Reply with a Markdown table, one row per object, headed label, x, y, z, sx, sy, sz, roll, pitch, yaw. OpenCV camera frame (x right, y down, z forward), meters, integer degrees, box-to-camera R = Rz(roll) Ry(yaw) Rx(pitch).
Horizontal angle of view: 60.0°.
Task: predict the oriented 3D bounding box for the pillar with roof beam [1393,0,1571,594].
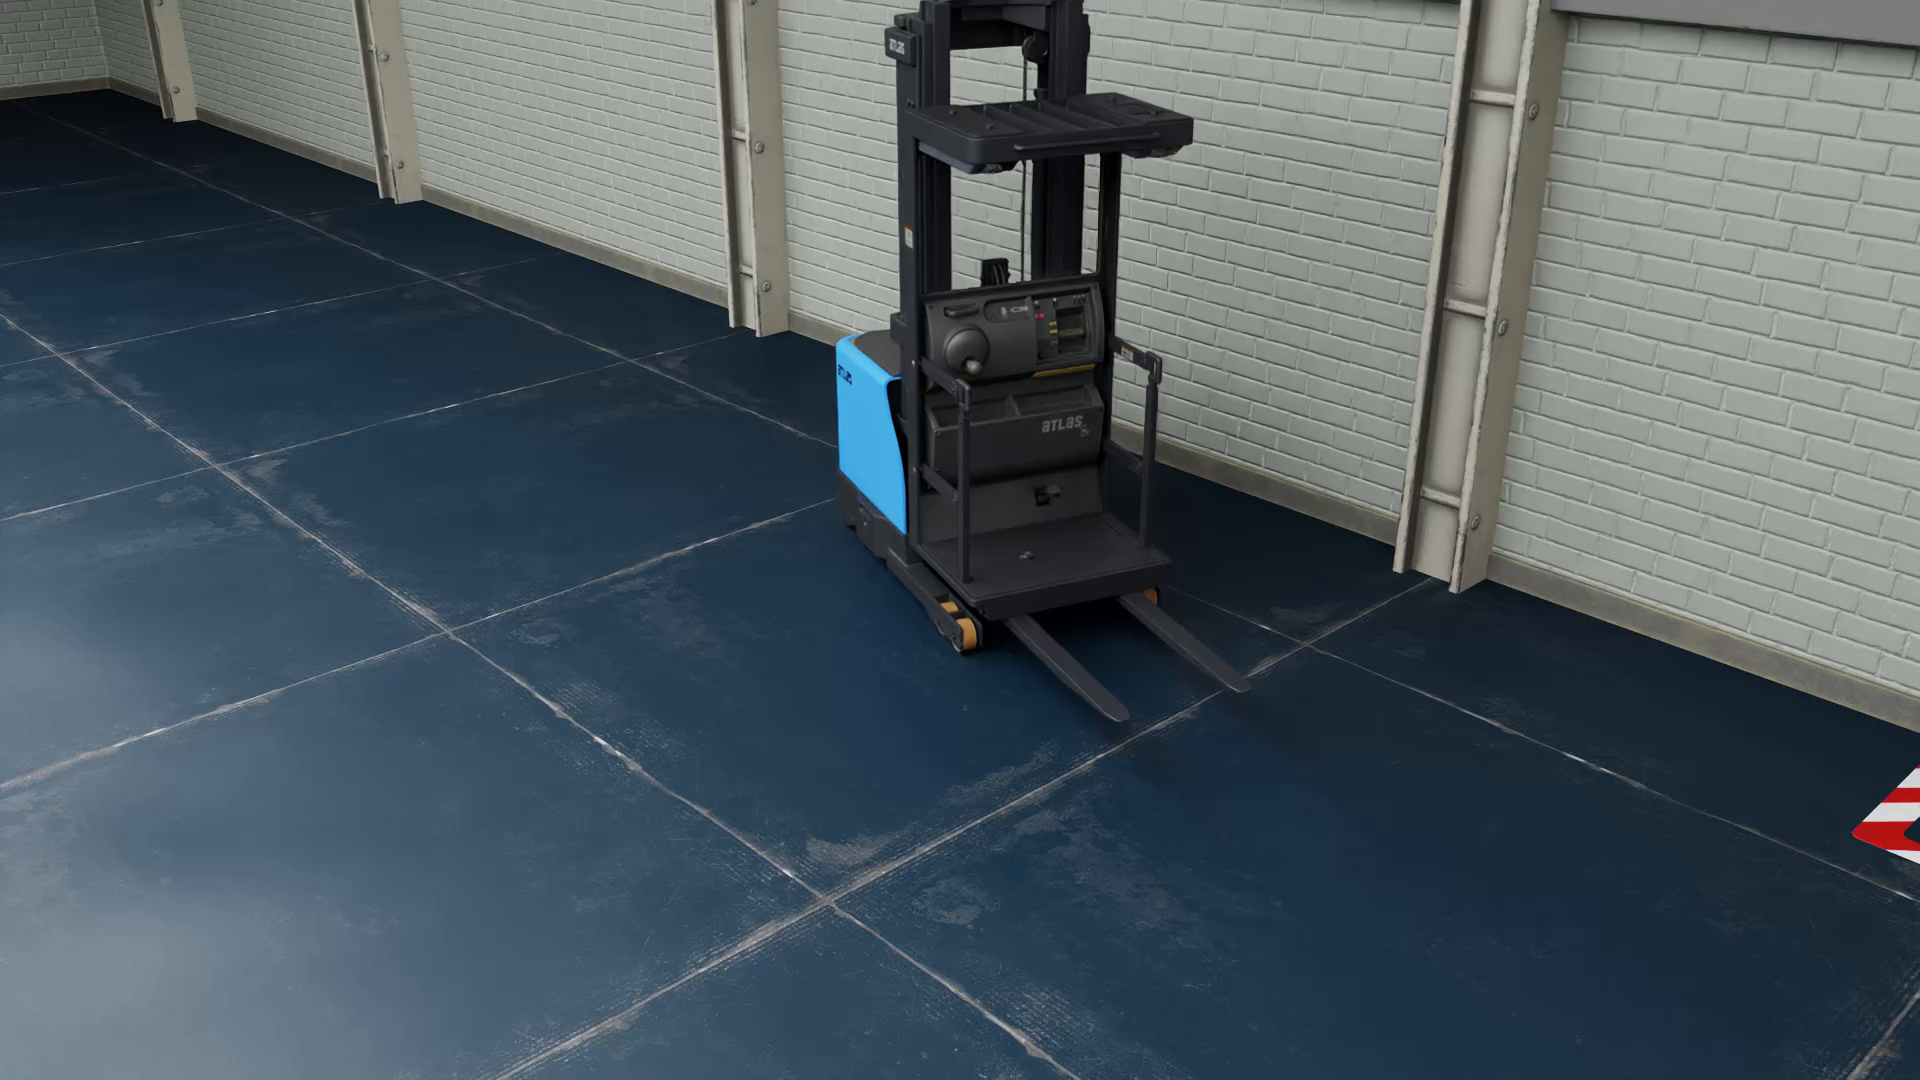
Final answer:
| label | x | y | z | sx | sy | sz | roll | pitch | yaw |
| --- | --- | --- | --- | --- | --- | --- | --- | --- | --- |
| pillar with roof beam | -0.582 | -2.696 | 4.318 | 9.100 | 9.000 | 0.400 | -21 | 32 | -38 |

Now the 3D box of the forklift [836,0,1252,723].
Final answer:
| label | x | y | z | sx | sy | sz | roll | pitch | yaw |
| --- | --- | --- | --- | --- | --- | --- | --- | --- | --- |
| forklift | 0.362 | -0.993 | 7.895 | 1.130 | 2.935 | 3.031 | -10 | 27 | -22 |

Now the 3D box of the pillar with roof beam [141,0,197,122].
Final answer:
| label | x | y | z | sx | sy | sz | roll | pitch | yaw |
| --- | --- | --- | --- | --- | --- | --- | --- | --- | --- |
| pillar with roof beam | -12.885 | -8.150 | 16.272 | 9.100 | 9.000 | 0.400 | -21 | 32 | -38 |

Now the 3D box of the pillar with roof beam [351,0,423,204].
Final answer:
| label | x | y | z | sx | sy | sz | roll | pitch | yaw |
| --- | --- | --- | --- | --- | --- | --- | --- | --- | --- |
| pillar with roof beam | -8.784 | -6.332 | 12.287 | 9.100 | 9.000 | 0.400 | -21 | 32 | -38 |

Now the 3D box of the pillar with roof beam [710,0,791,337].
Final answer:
| label | x | y | z | sx | sy | sz | roll | pitch | yaw |
| --- | --- | --- | --- | --- | --- | --- | --- | --- | --- |
| pillar with roof beam | -4.683 | -4.514 | 8.303 | 9.100 | 9.000 | 0.400 | -21 | 32 | -38 |
